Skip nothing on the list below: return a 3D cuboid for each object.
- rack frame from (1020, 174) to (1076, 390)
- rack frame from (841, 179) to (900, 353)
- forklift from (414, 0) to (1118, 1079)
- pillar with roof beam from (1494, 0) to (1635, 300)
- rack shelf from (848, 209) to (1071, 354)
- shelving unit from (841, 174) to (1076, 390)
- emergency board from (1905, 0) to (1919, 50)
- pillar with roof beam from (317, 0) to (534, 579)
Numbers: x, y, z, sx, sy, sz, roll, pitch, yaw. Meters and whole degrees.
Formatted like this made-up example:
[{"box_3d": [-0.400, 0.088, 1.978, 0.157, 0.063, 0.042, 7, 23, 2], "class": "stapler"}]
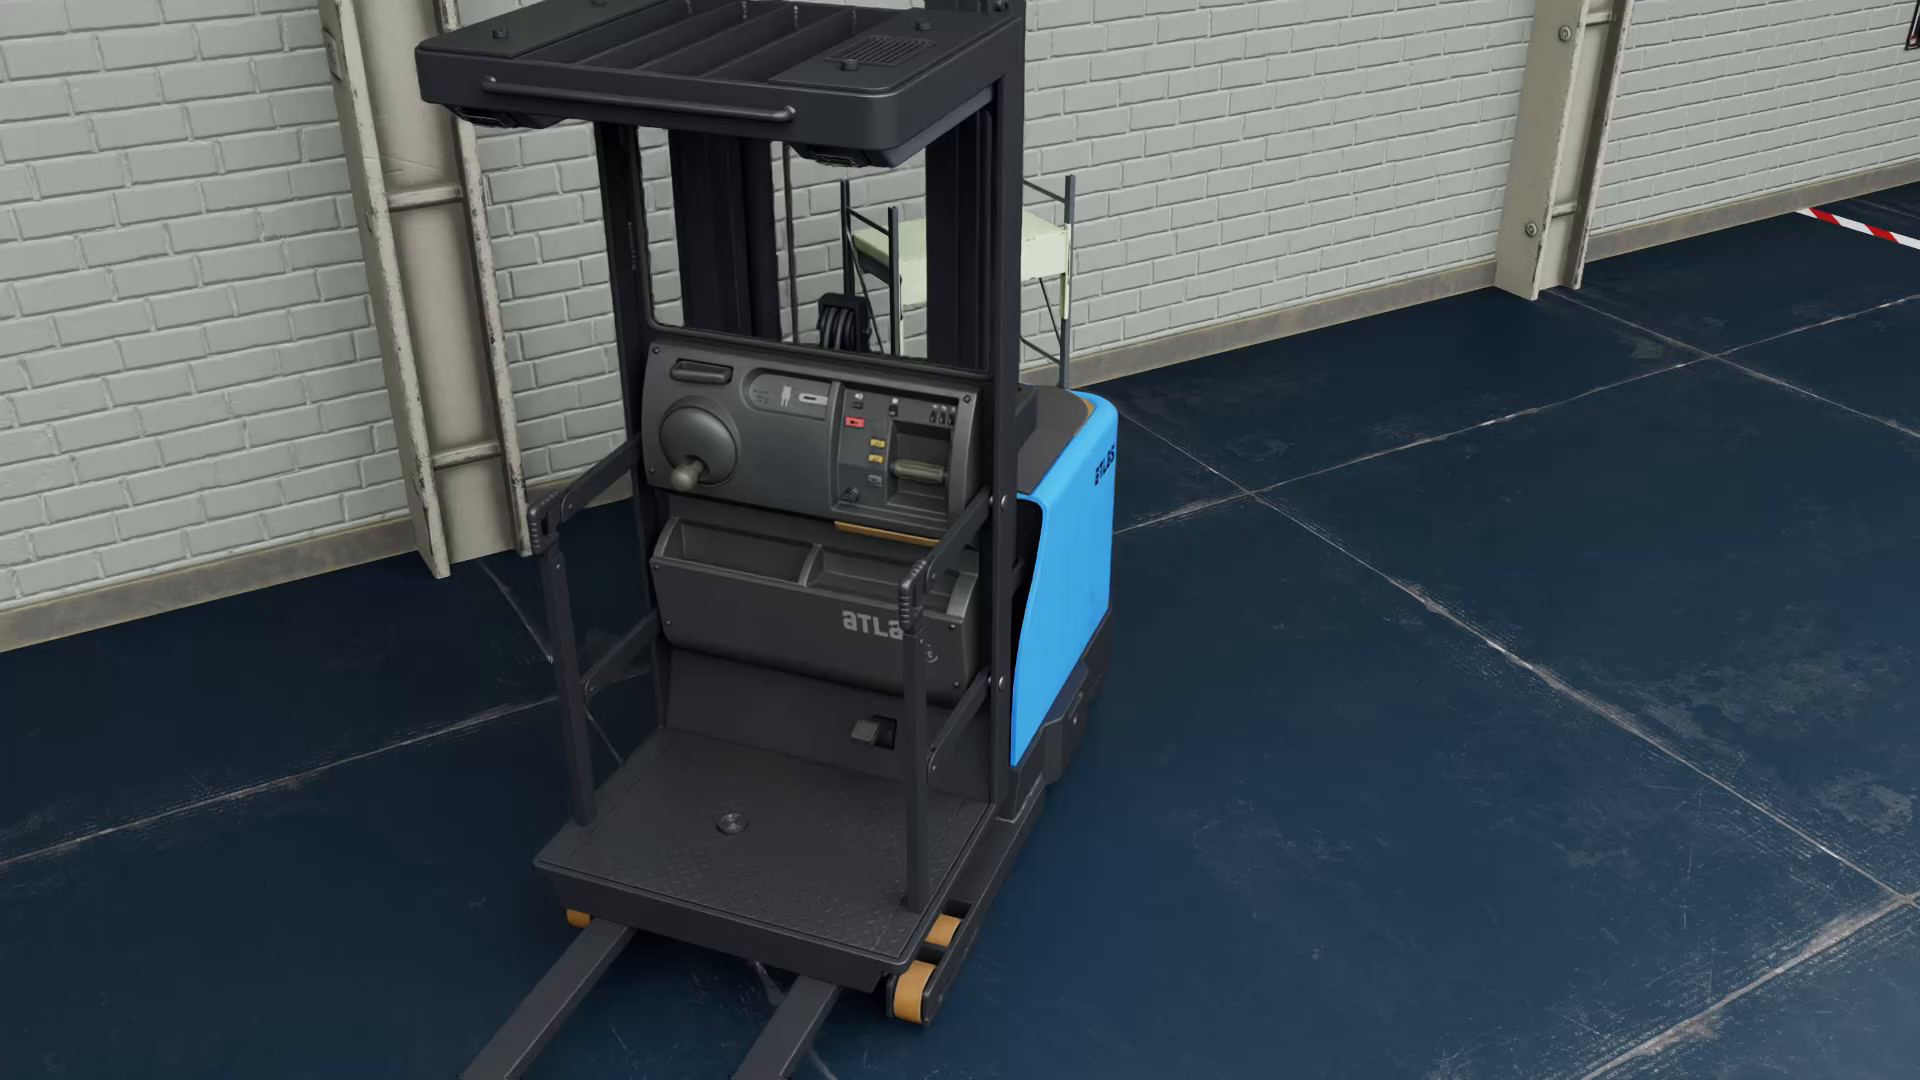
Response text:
[{"box_3d": [0.310, -0.745, 6.547, 0.023, 1.500, 0.400, -16, 33, -26], "class": "rack frame"}, {"box_3d": [-0.321, -0.565, 6.222, 0.023, 1.500, 0.400, -16, 33, -26], "class": "rack frame"}, {"box_3d": [-0.476, -0.227, 4.128, 1.130, 2.935, 3.031, 10, 31, 18], "class": "forklift"}, {"box_3d": [5.409, -3.575, 3.915, 0.400, 9.000, 9.100, -16, 33, -26], "class": "pillar with roof beam"}, {"box_3d": [-0.006, -0.997, 6.196, 0.720, 0.370, 0.431, -16, 33, -26], "class": "rack shelf"}, {"box_3d": [-0.006, -0.655, 6.385, 0.755, 1.500, 0.431, -16, 33, -26], "class": "shelving unit"}, {"box_3d": [6.234, -3.627, 10.218, 0.626, 1.169, 0.157, -16, 33, -26], "class": "emergency board"}, {"box_3d": [0.236, -2.106, 1.253, 0.400, 9.000, 9.100, -16, 33, -26], "class": "pillar with roof beam"}]
